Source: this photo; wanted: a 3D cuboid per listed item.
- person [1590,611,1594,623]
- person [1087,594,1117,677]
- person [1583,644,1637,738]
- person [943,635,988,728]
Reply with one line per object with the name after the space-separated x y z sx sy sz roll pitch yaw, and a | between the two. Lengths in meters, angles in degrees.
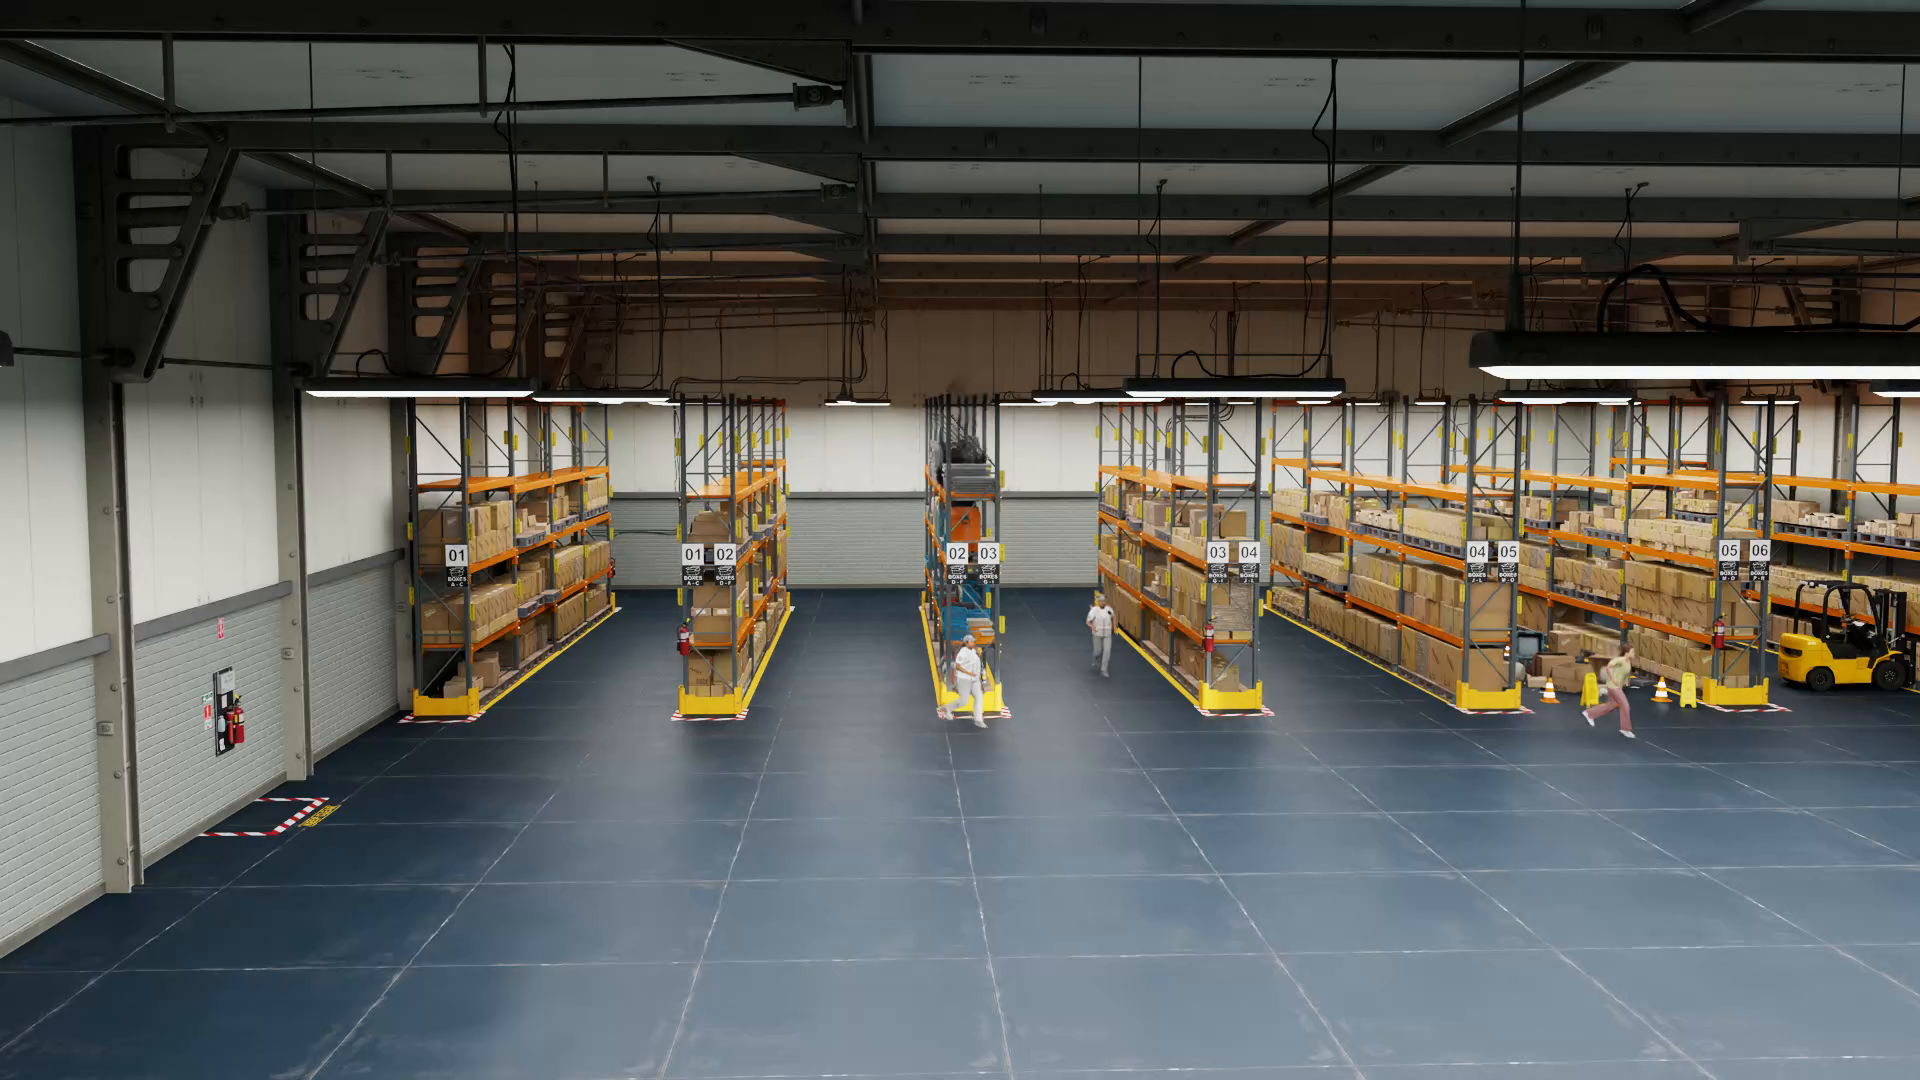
16.105 1.606 42.435 0.541 1.560 0.549 0 5 -4 | person
3.070 2.031 35.809 0.677 1.758 0.895 -1 5 -6 | person
11.415 2.632 29.200 0.948 1.662 0.587 4 6 44 | person
0.149 2.537 30.000 0.908 1.662 0.637 3 5 34 | person
